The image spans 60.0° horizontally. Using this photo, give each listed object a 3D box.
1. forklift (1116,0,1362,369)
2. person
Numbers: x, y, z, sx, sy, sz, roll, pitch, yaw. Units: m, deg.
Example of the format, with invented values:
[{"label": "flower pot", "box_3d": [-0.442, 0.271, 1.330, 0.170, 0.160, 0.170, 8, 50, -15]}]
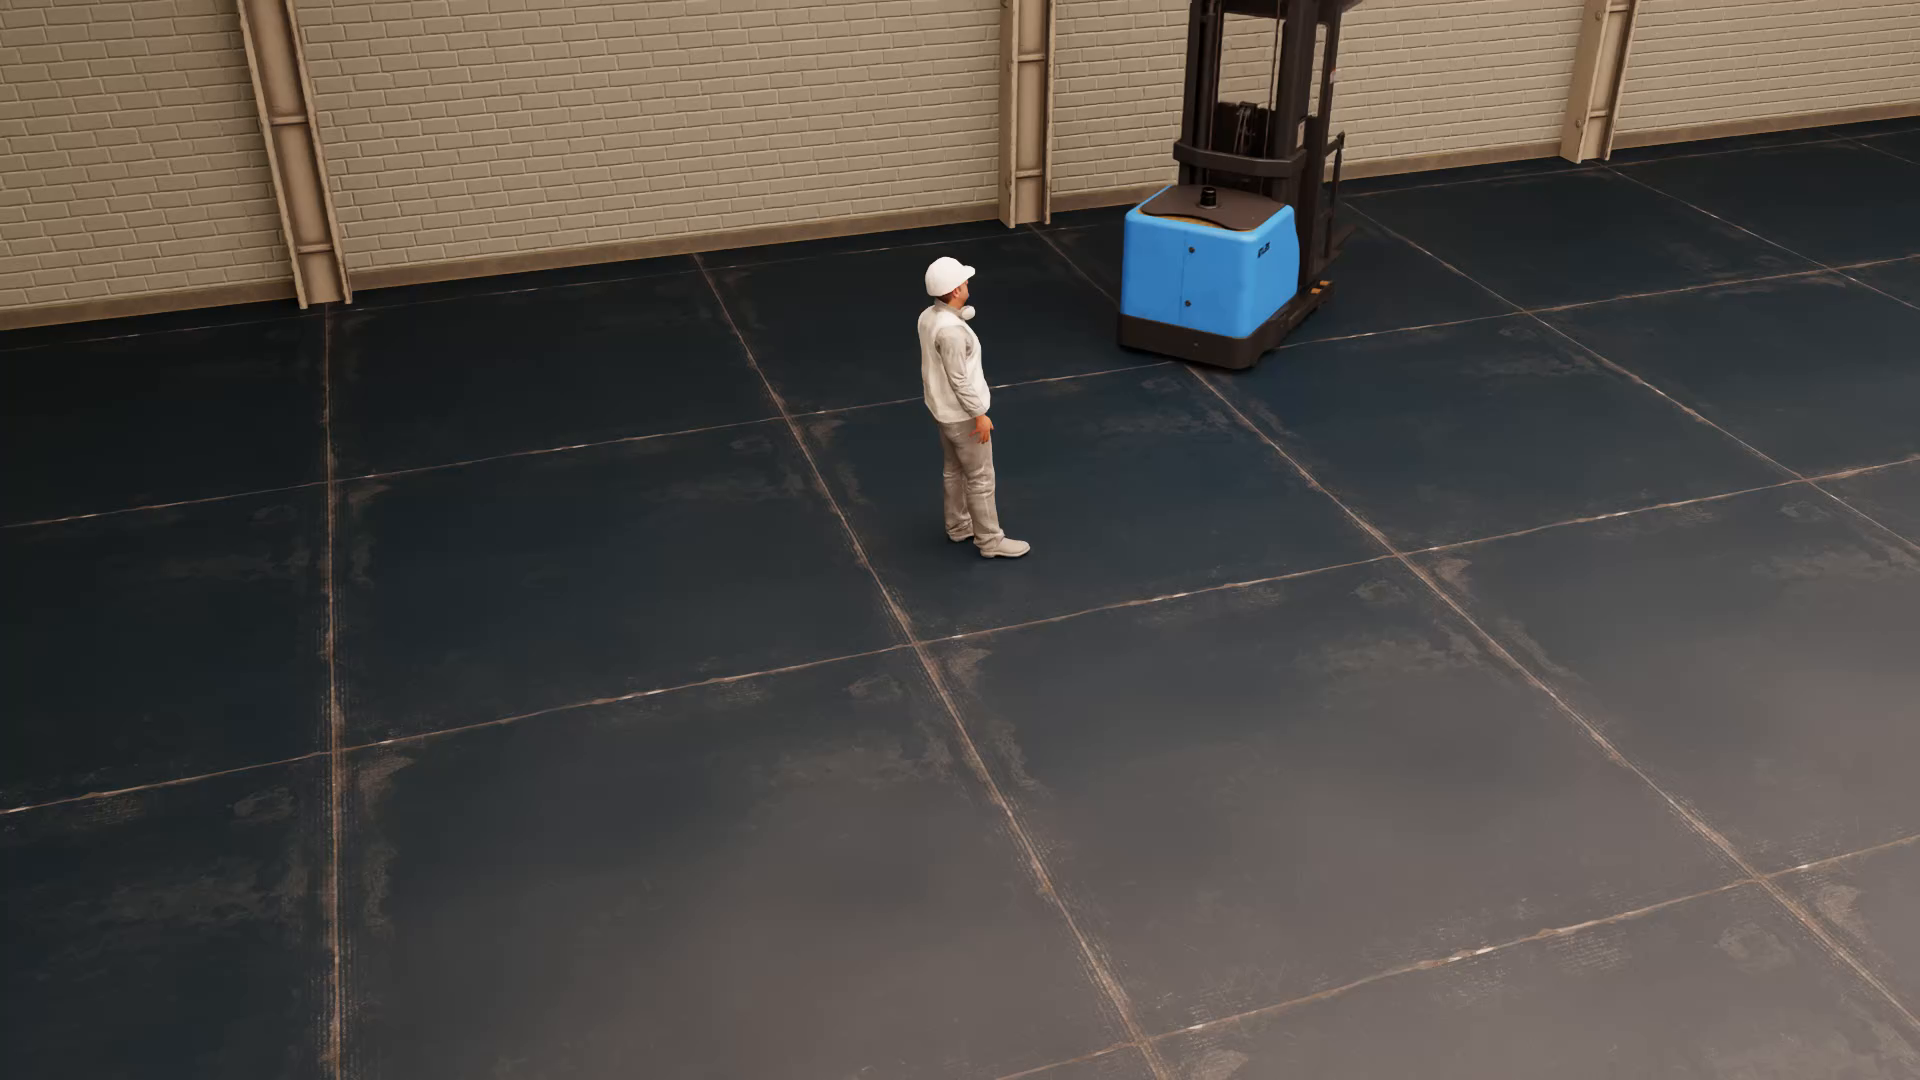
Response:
[{"label": "forklift", "box_3d": [2.351, -3.207, 12.661, 1.130, 2.935, 3.031, 16, 34, 26]}, {"label": "person", "box_3d": [0.061, -0.781, 9.590, 0.568, 1.773, 0.632, -10, 31, -16]}]
